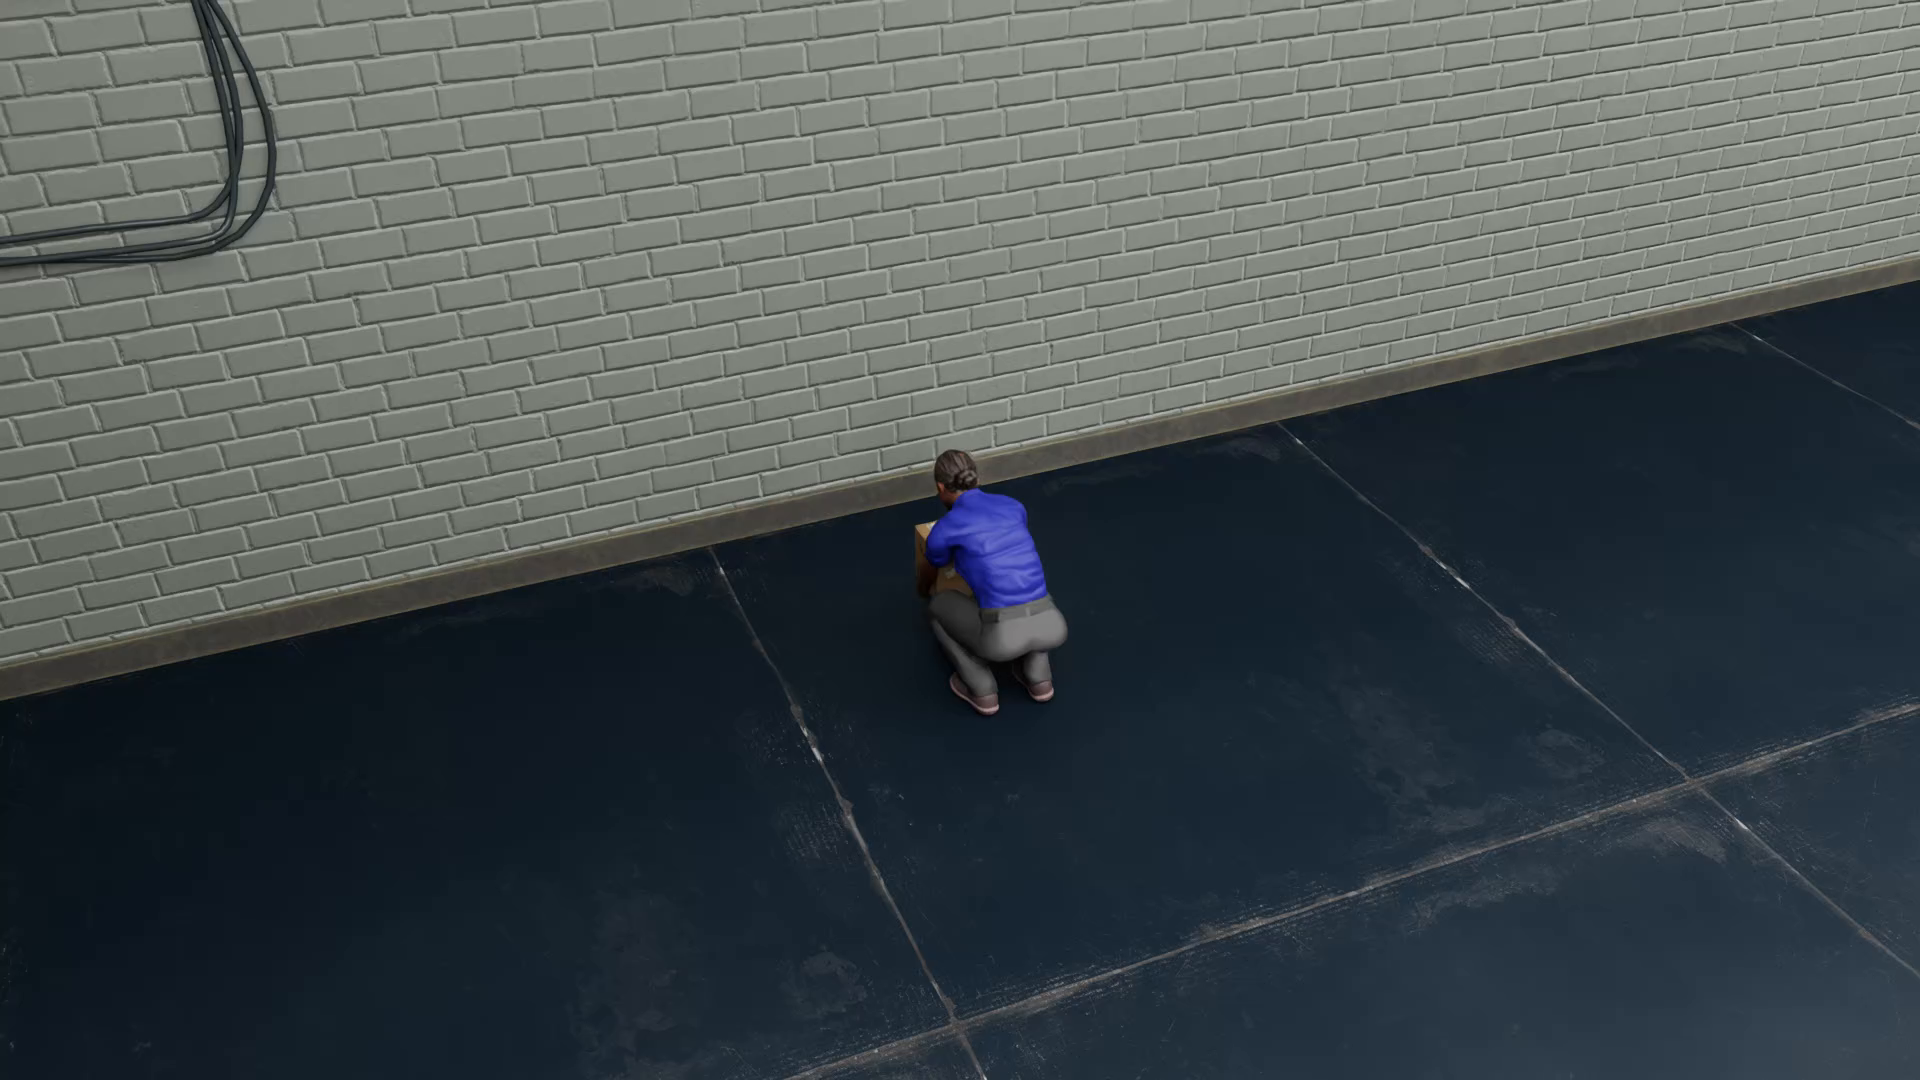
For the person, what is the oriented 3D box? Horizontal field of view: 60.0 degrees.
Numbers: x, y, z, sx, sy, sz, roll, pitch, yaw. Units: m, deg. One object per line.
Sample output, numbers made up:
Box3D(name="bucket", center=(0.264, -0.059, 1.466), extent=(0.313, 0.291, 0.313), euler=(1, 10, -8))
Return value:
Box3D(name="person", center=(0.103, 0.142, 6.602), extent=(0.471, 0.934, 0.839), euler=(-14, 36, -19))
